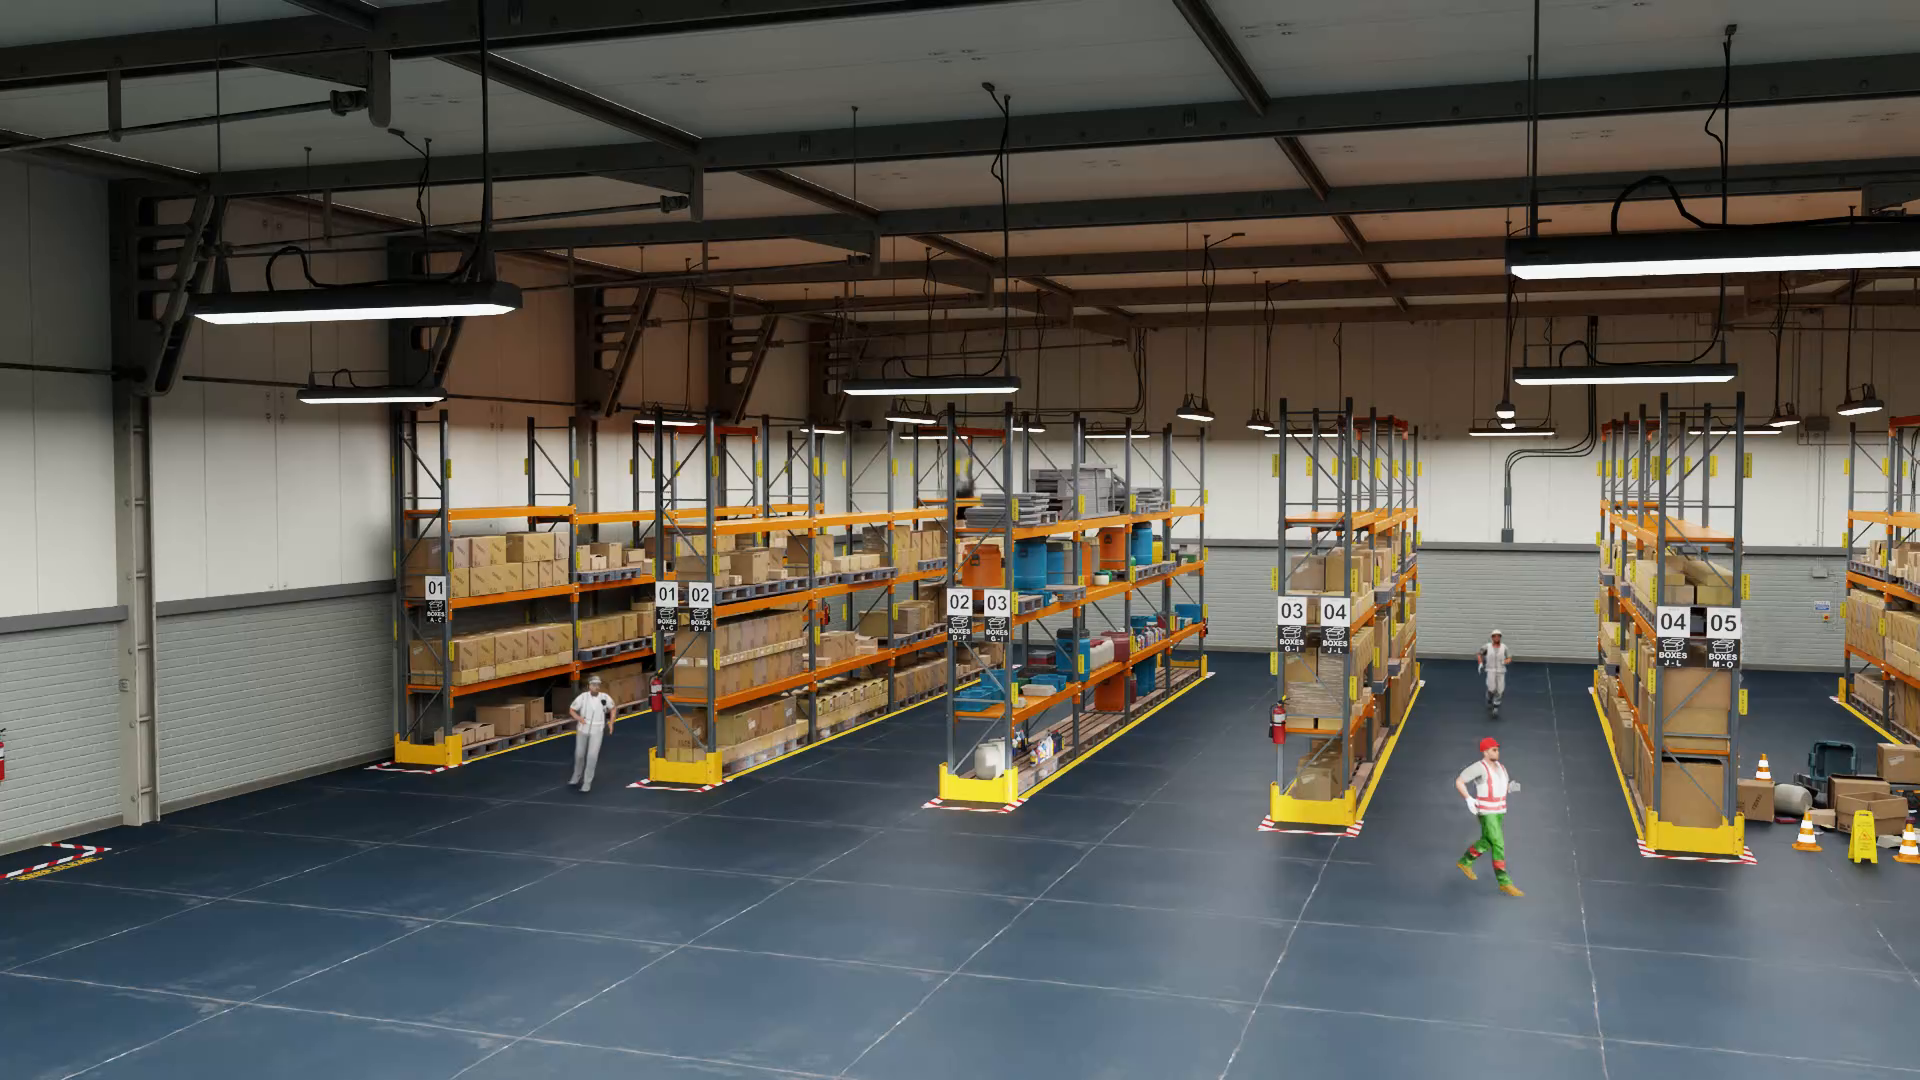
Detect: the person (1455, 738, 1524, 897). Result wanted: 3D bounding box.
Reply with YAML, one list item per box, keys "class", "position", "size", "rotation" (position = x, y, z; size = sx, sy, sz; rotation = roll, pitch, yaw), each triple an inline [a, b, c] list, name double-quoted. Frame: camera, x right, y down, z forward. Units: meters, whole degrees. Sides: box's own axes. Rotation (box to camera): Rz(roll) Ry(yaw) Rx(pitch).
- class: "person"
  position: [6.272, 3.229, 19.670]
  size: [0.658, 1.784, 0.983]
  rotation: [-2, 3, -39]

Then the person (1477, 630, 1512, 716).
- class: "person"
  position: [10.740, 2.673, 33.351]
  size: [0.639, 1.744, 0.649]
  rotation: [0, 2, 9]

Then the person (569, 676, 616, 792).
- class: "person"
  position: [-5.749, 2.982, 25.907]
  size: [0.732, 1.732, 0.965]
  rotation: [0, 2, -7]
